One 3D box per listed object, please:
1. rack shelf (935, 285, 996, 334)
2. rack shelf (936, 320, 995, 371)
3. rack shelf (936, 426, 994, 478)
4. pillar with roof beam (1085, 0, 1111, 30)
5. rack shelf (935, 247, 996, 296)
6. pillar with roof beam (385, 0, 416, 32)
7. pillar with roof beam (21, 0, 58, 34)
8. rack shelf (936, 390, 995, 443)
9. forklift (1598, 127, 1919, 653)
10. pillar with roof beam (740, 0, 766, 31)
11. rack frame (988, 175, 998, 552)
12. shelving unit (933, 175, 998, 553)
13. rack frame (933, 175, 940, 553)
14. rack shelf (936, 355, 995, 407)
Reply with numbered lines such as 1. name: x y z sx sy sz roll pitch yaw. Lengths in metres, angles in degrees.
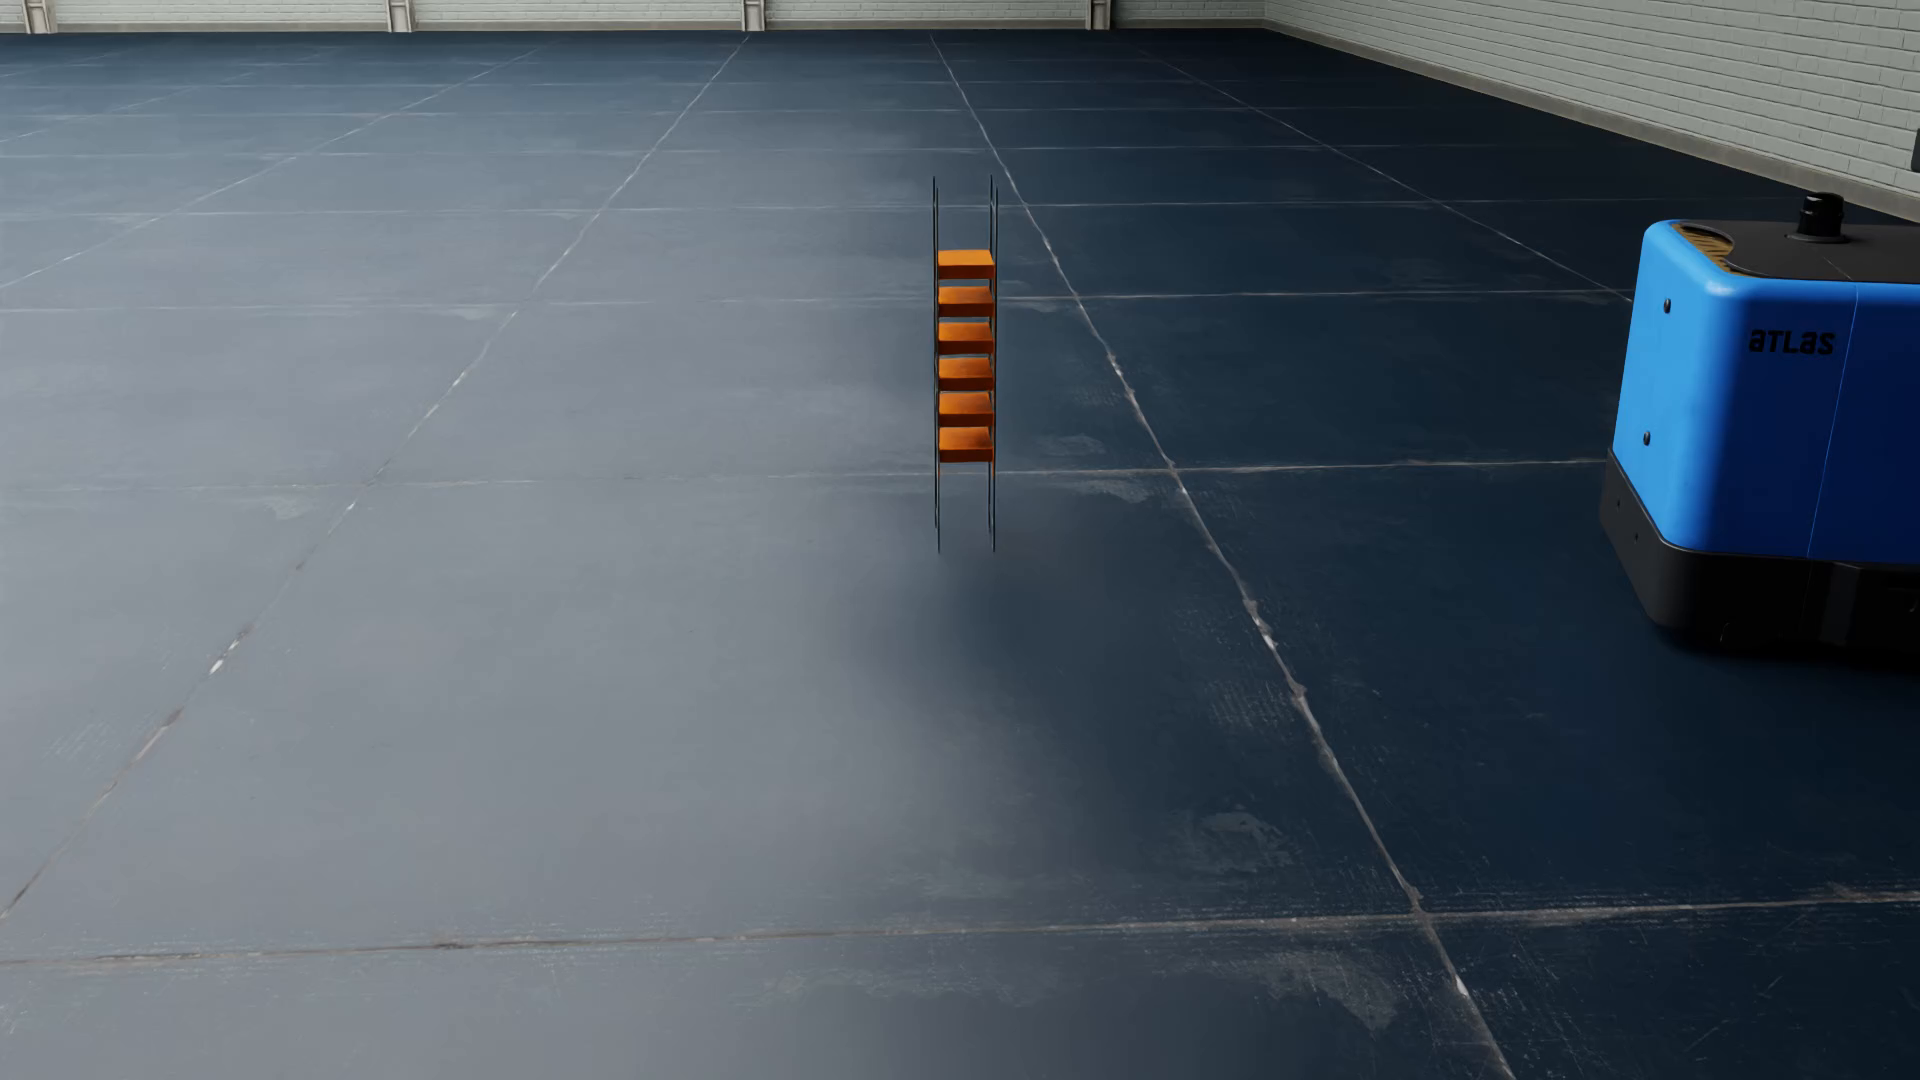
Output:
1. rack shelf: 0.014 -0.744 5.339 0.180 0.103 0.258 -1 21 -3
2. rack shelf: 0.014 -0.632 5.381 0.180 0.103 0.258 -1 21 -3
3. rack shelf: 0.014 -0.295 5.509 0.180 0.103 0.258 -1 21 -3
4. pillar with roof beam: 2.659 -11.644 23.557 0.400 9.000 9.100 -1 21 -3
5. rack shelf: 0.014 -0.856 5.296 0.180 0.103 0.258 -1 21 -3
6. pillar with roof beam: -9.321 -11.400 22.917 0.400 9.000 9.100 -1 21 -3
7. pillar with roof beam: -15.311 -11.278 22.597 0.400 9.000 9.100 -1 21 -3
8. rack shelf: 0.014 -0.407 5.467 0.180 0.103 0.258 -1 21 -3
9. forklift: 3.568 -1.131 4.472 3.031 2.935 1.130 4 21 10
10. pillar with roof beam: -3.331 -11.522 23.237 0.400 9.000 9.100 -1 21 -3
11. rack frame: 0.106 -0.563 5.413 0.006 1.200 0.240 -1 21 -3
12. shelving unit: 0.014 -0.561 5.408 0.189 1.200 0.258 -1 21 -3
13. rack frame: -0.077 -0.559 5.403 0.006 1.200 0.240 -1 21 -3
14. rack shelf: 0.014 -0.520 5.424 0.180 0.103 0.258 -1 21 -3
